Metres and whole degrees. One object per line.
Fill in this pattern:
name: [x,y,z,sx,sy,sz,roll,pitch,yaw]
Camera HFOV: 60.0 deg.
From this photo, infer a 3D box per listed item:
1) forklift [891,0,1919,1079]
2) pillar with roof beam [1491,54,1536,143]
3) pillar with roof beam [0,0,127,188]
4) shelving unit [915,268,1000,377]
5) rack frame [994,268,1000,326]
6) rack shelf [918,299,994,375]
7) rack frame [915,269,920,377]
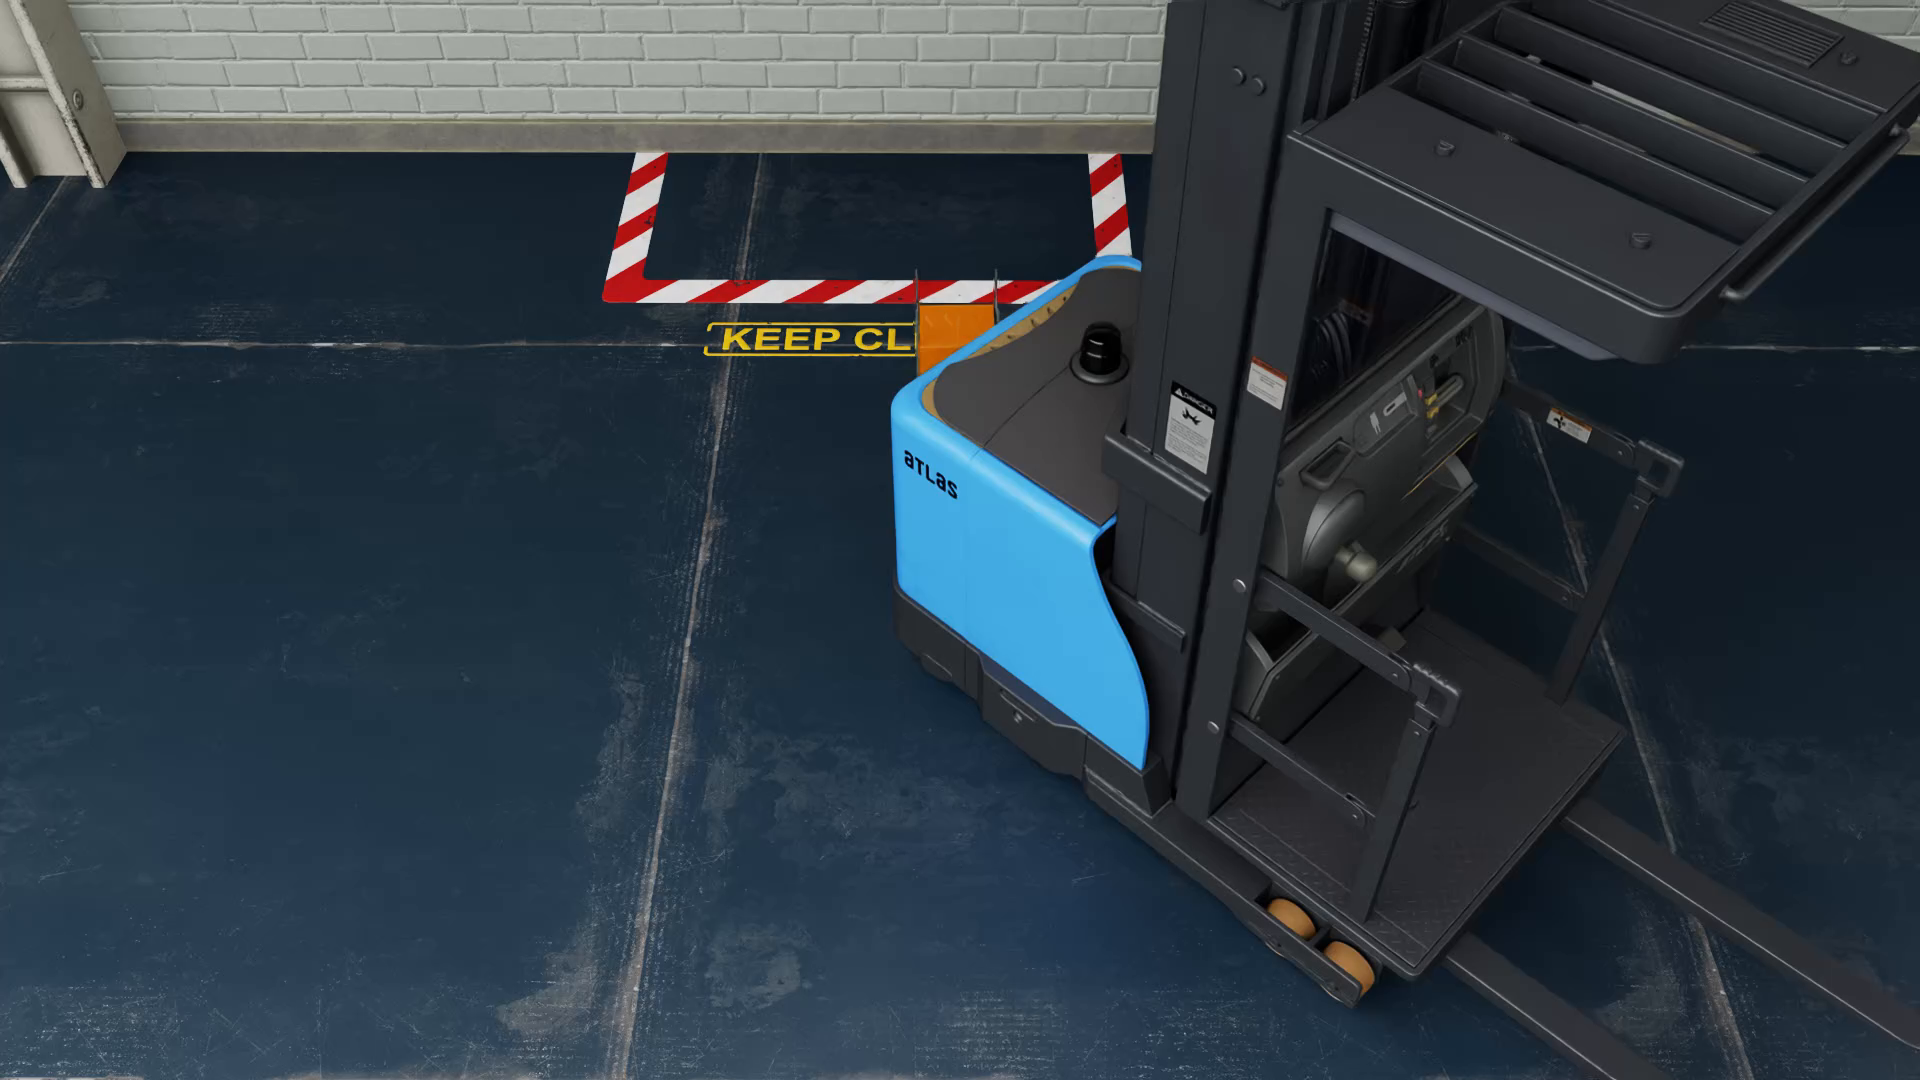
forklift: [1.195,-0.168,3.904,3.031,2.935,1.130,35,56,28]
pillar with roof beam: [2.104,-1.530,1.026,0.400,9.000,9.100,0,47,0]
pillar with roof beam: [-3.896,-1.546,1.042,0.400,9.000,9.100,0,47,0]
shelving unit: [-0.009,-0.399,5.404,0.252,1.050,0.215,-1,47,-1]
rack frame: [0.113,-0.401,5.406,0.008,1.050,0.200,-1,47,-1]
rack shelf: [-0.009,-0.585,5.204,0.240,0.259,0.215,-1,47,-1]
rack frame: [-0.131,-0.397,5.402,0.008,1.050,0.200,-1,47,-1]
